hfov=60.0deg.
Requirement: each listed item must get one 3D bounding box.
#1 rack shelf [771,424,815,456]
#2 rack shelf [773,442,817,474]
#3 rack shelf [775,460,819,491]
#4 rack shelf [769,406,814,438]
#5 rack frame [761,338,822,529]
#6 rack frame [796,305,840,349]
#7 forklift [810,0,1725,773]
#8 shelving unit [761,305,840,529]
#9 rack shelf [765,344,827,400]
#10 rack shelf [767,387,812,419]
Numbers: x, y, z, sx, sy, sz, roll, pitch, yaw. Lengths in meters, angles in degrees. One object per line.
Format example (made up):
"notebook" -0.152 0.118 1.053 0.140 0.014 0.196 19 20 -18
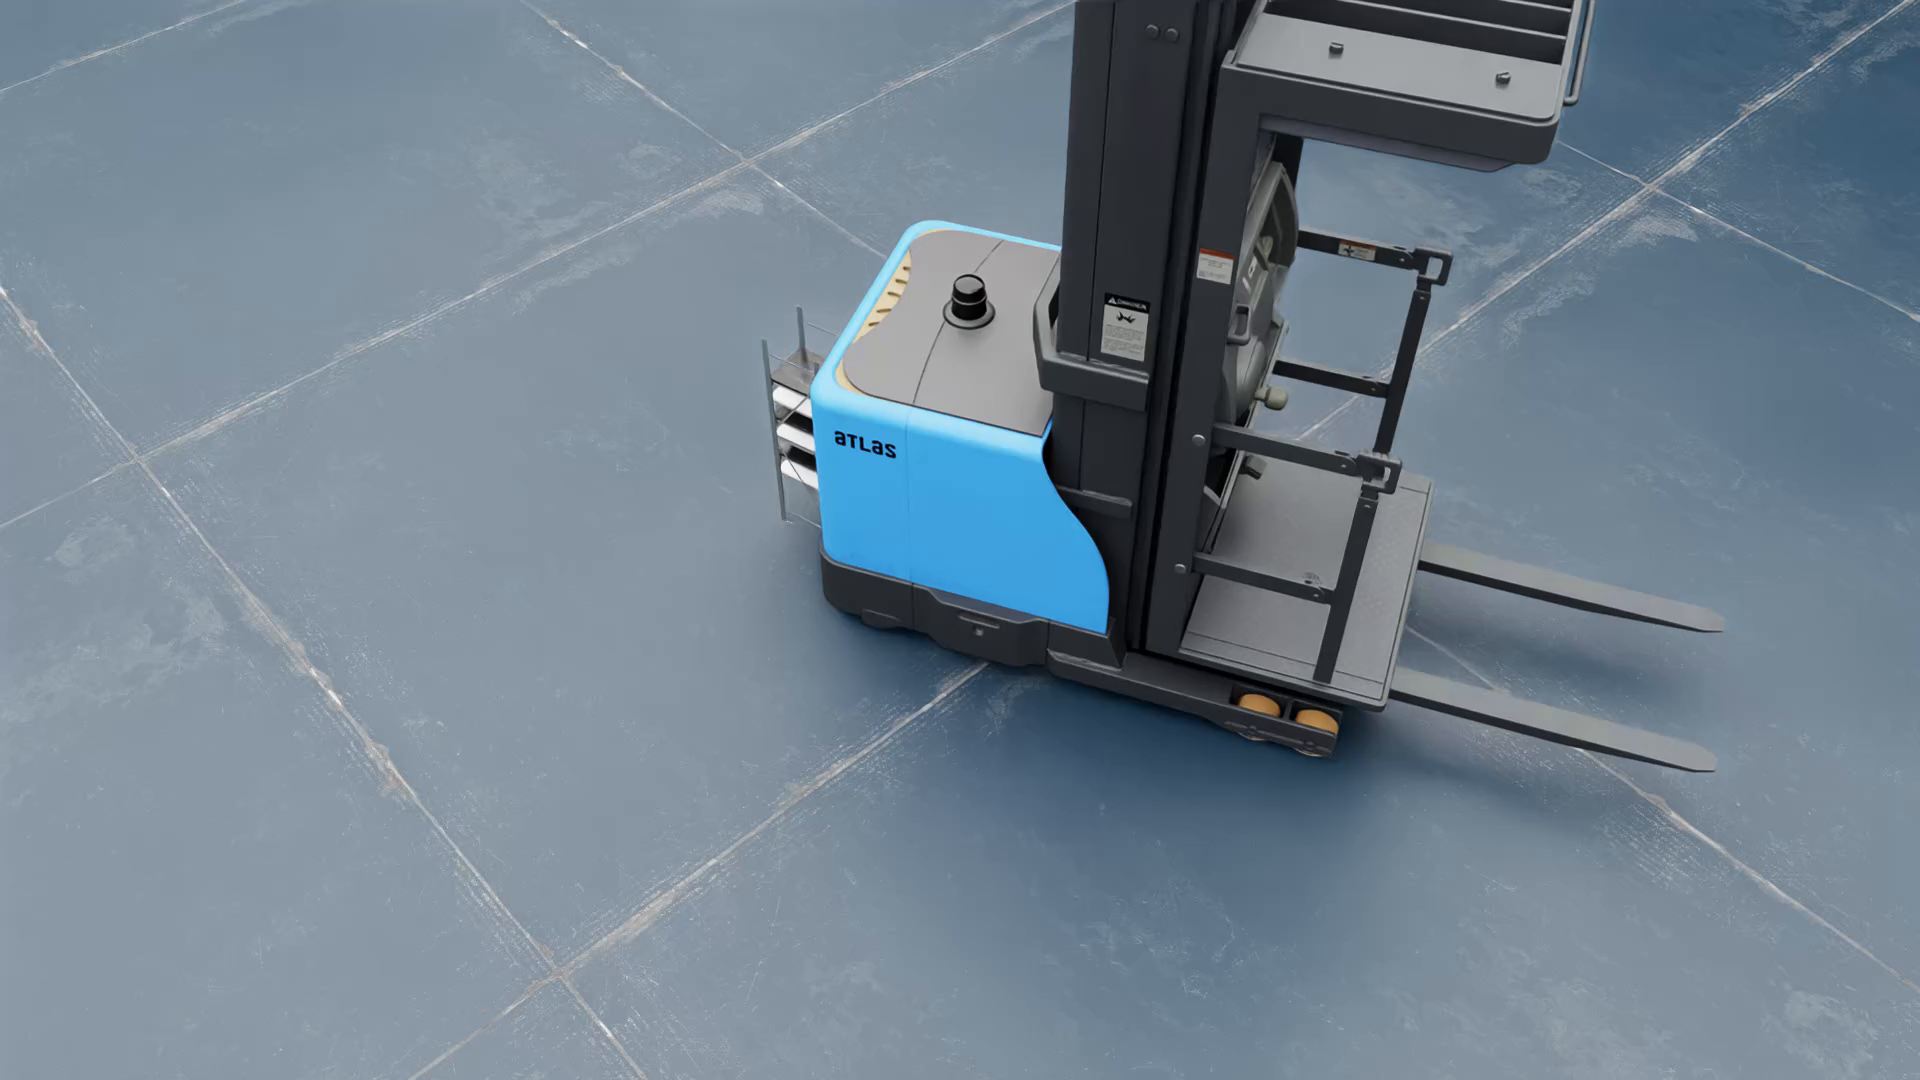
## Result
"rack shelf" -0.520 -0.376 6.030 0.258 0.077 0.200 25 52 21
"rack shelf" -0.520 -0.315 6.096 0.258 0.077 0.200 25 52 21
"rack shelf" -0.520 -0.254 6.162 0.258 0.077 0.200 25 52 21
"rack shelf" -0.520 -0.437 5.964 0.258 0.077 0.200 25 52 21
"rack frame" -0.575 -0.335 5.947 0.240 0.900 0.006 25 52 21
"rack frame" -0.466 -0.462 6.064 0.240 0.900 0.006 25 52 21
"forklift" 1.081 -0.712 4.913 3.031 2.935 1.130 15 49 13
"shelving unit" -0.520 -0.399 6.006 0.258 0.900 0.210 25 52 21
"rack shelf" -0.520 -0.559 5.832 0.258 0.077 0.200 25 52 21
"rack shelf" -0.520 -0.498 5.898 0.258 0.077 0.200 25 52 21
